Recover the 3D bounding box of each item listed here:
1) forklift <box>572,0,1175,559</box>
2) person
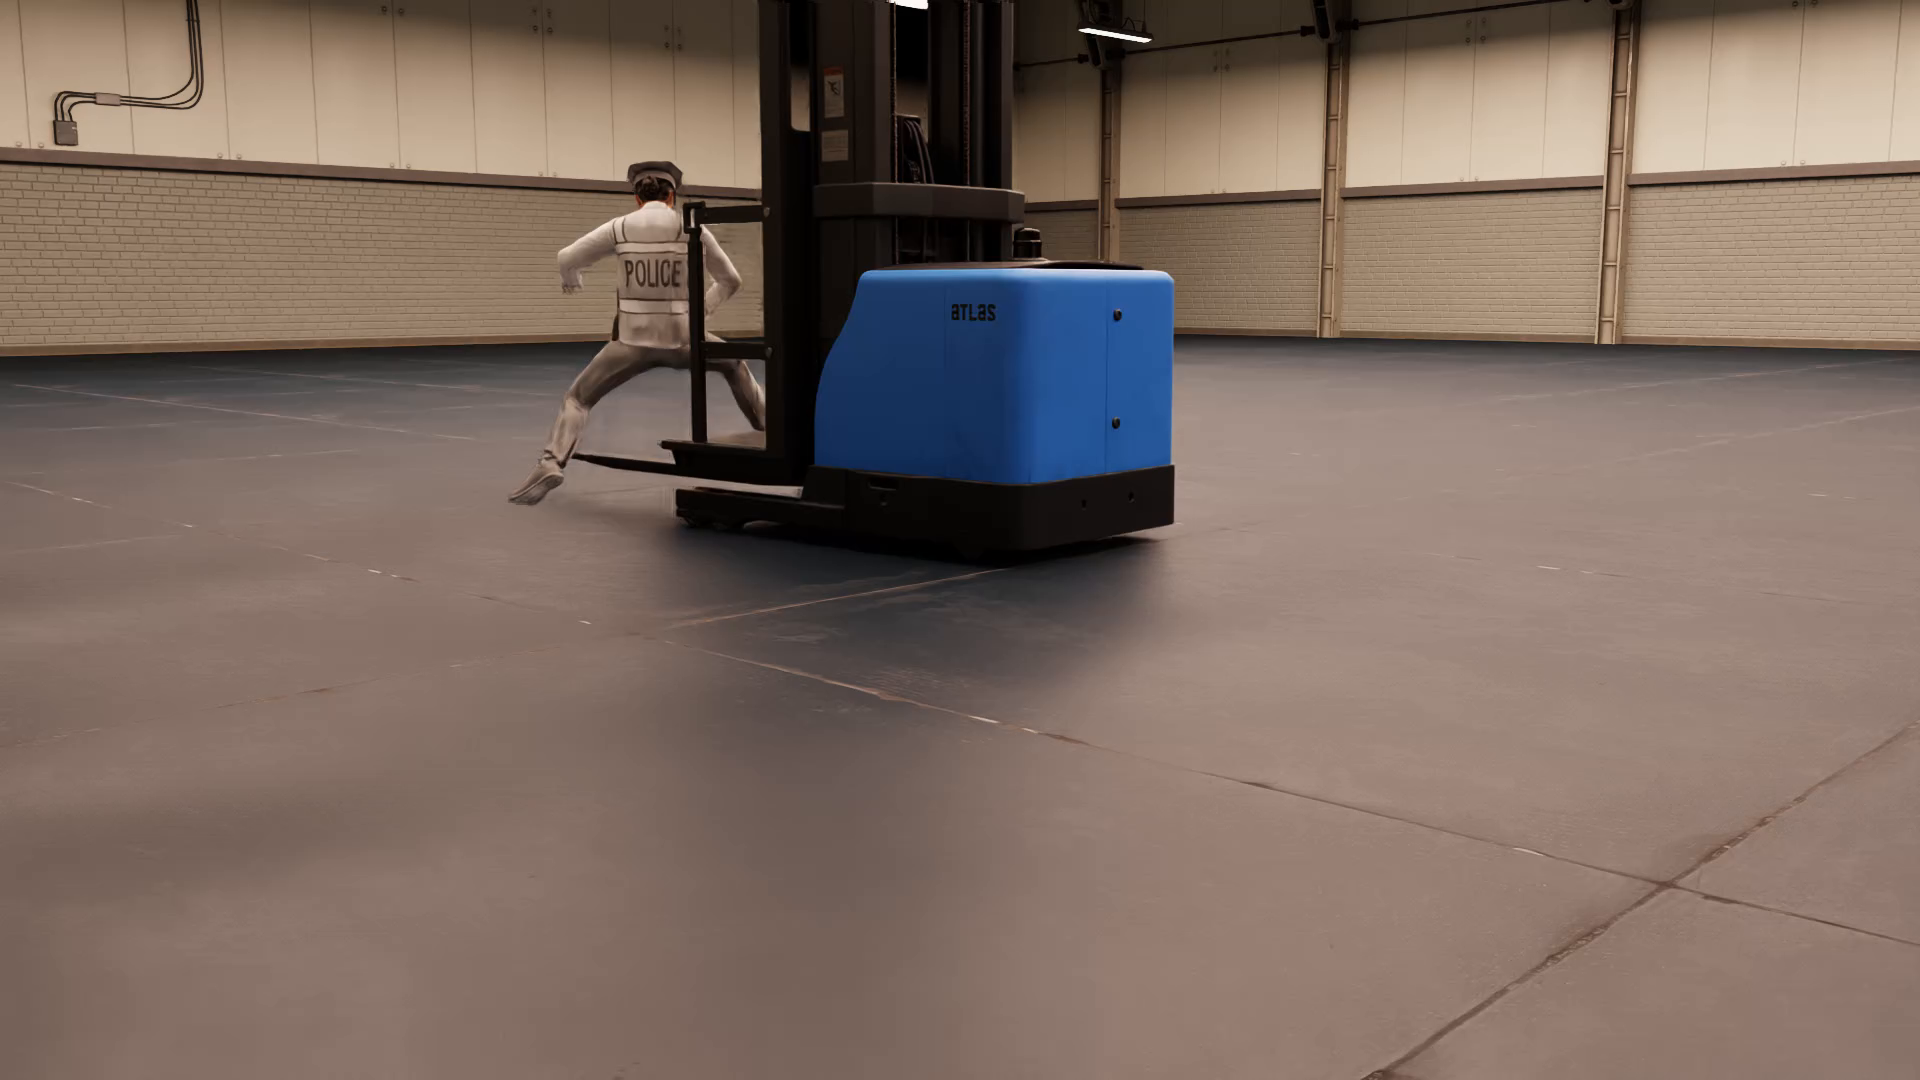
[{"bbox_3d":[-0.581,-1.539,7.097,3.031,2.935,1.130,7,11,41],"label":"forklift"},{"bbox_3d":[-1.382,-0.935,7.449,1.211,1.485,0.811,-1,9,-6],"label":"person"}]
